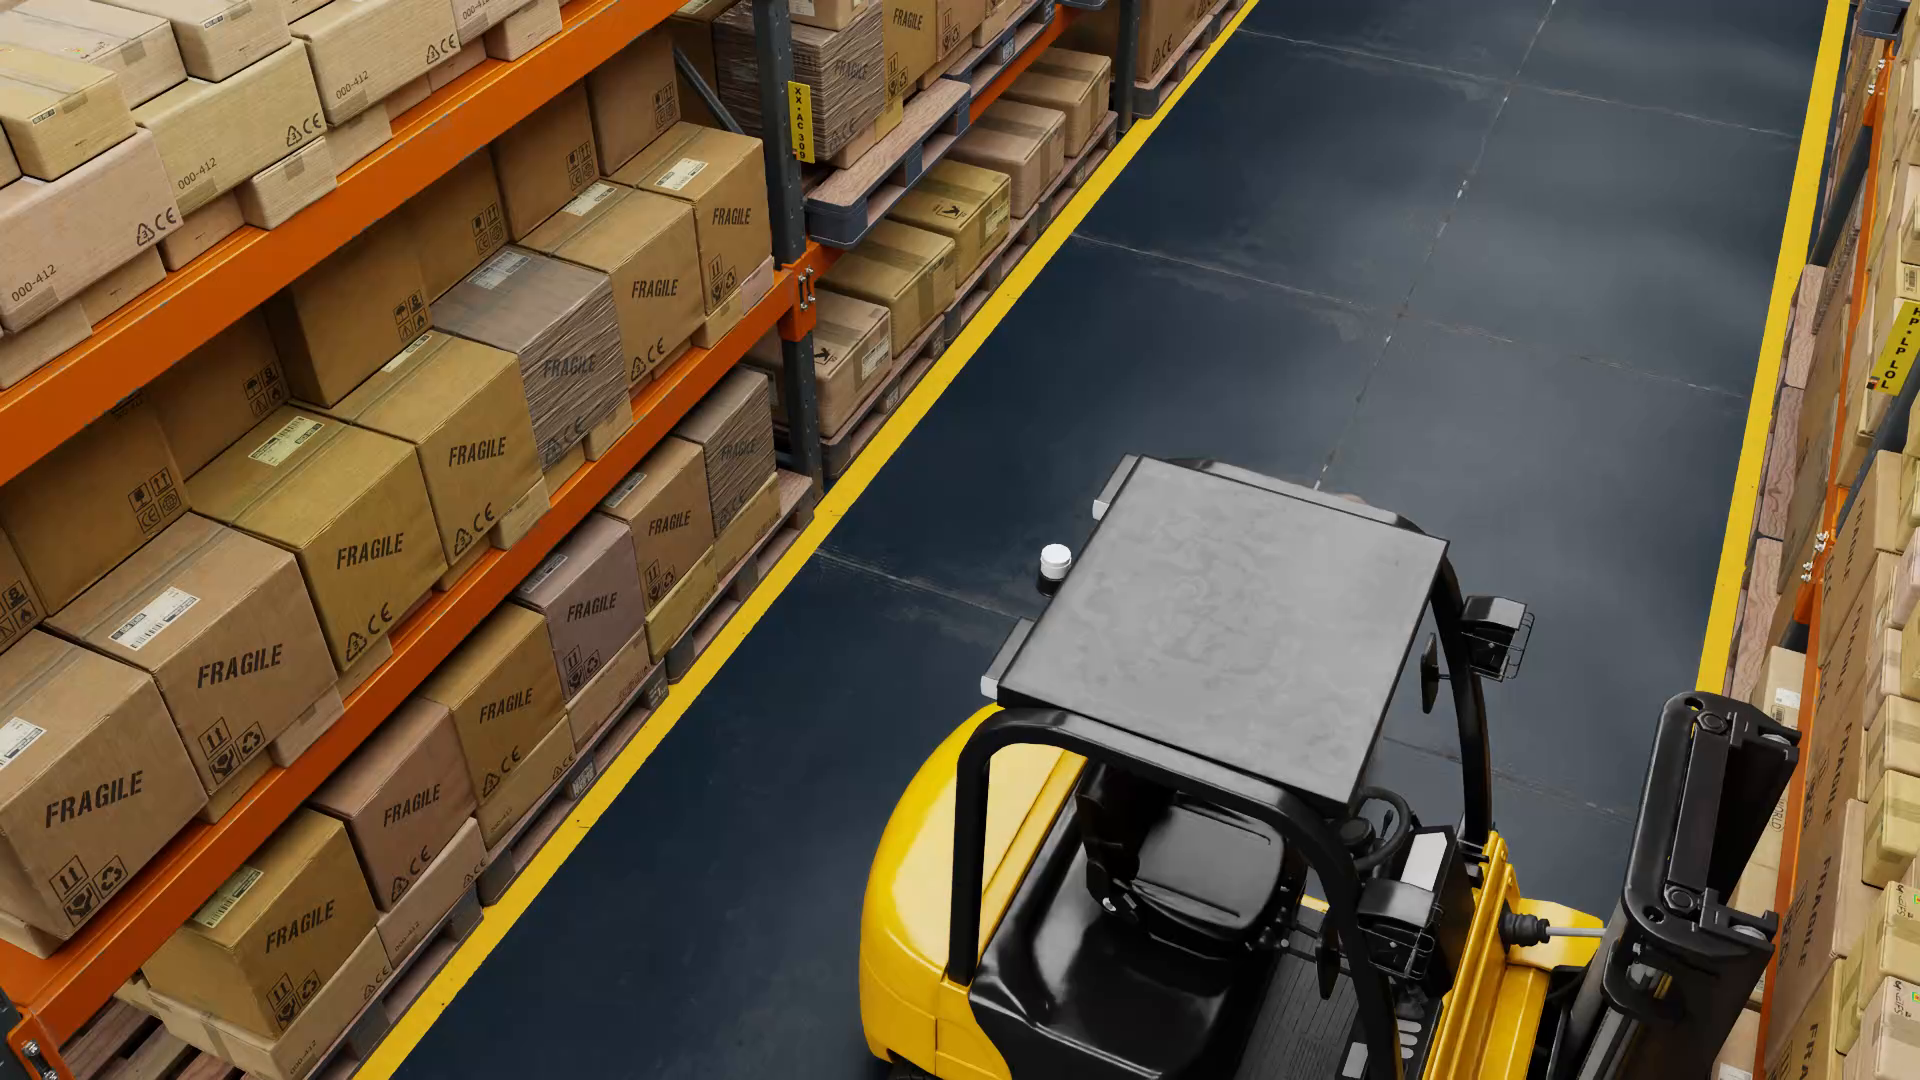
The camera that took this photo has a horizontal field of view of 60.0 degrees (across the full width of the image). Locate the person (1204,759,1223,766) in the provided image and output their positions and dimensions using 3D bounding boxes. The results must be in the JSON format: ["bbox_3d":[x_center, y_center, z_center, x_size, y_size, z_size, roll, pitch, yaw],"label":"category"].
[{"bbox_3d":[1.196,0.382,6.248,0.951,1.101,0.576,15,44,17],"label":"person"}]
